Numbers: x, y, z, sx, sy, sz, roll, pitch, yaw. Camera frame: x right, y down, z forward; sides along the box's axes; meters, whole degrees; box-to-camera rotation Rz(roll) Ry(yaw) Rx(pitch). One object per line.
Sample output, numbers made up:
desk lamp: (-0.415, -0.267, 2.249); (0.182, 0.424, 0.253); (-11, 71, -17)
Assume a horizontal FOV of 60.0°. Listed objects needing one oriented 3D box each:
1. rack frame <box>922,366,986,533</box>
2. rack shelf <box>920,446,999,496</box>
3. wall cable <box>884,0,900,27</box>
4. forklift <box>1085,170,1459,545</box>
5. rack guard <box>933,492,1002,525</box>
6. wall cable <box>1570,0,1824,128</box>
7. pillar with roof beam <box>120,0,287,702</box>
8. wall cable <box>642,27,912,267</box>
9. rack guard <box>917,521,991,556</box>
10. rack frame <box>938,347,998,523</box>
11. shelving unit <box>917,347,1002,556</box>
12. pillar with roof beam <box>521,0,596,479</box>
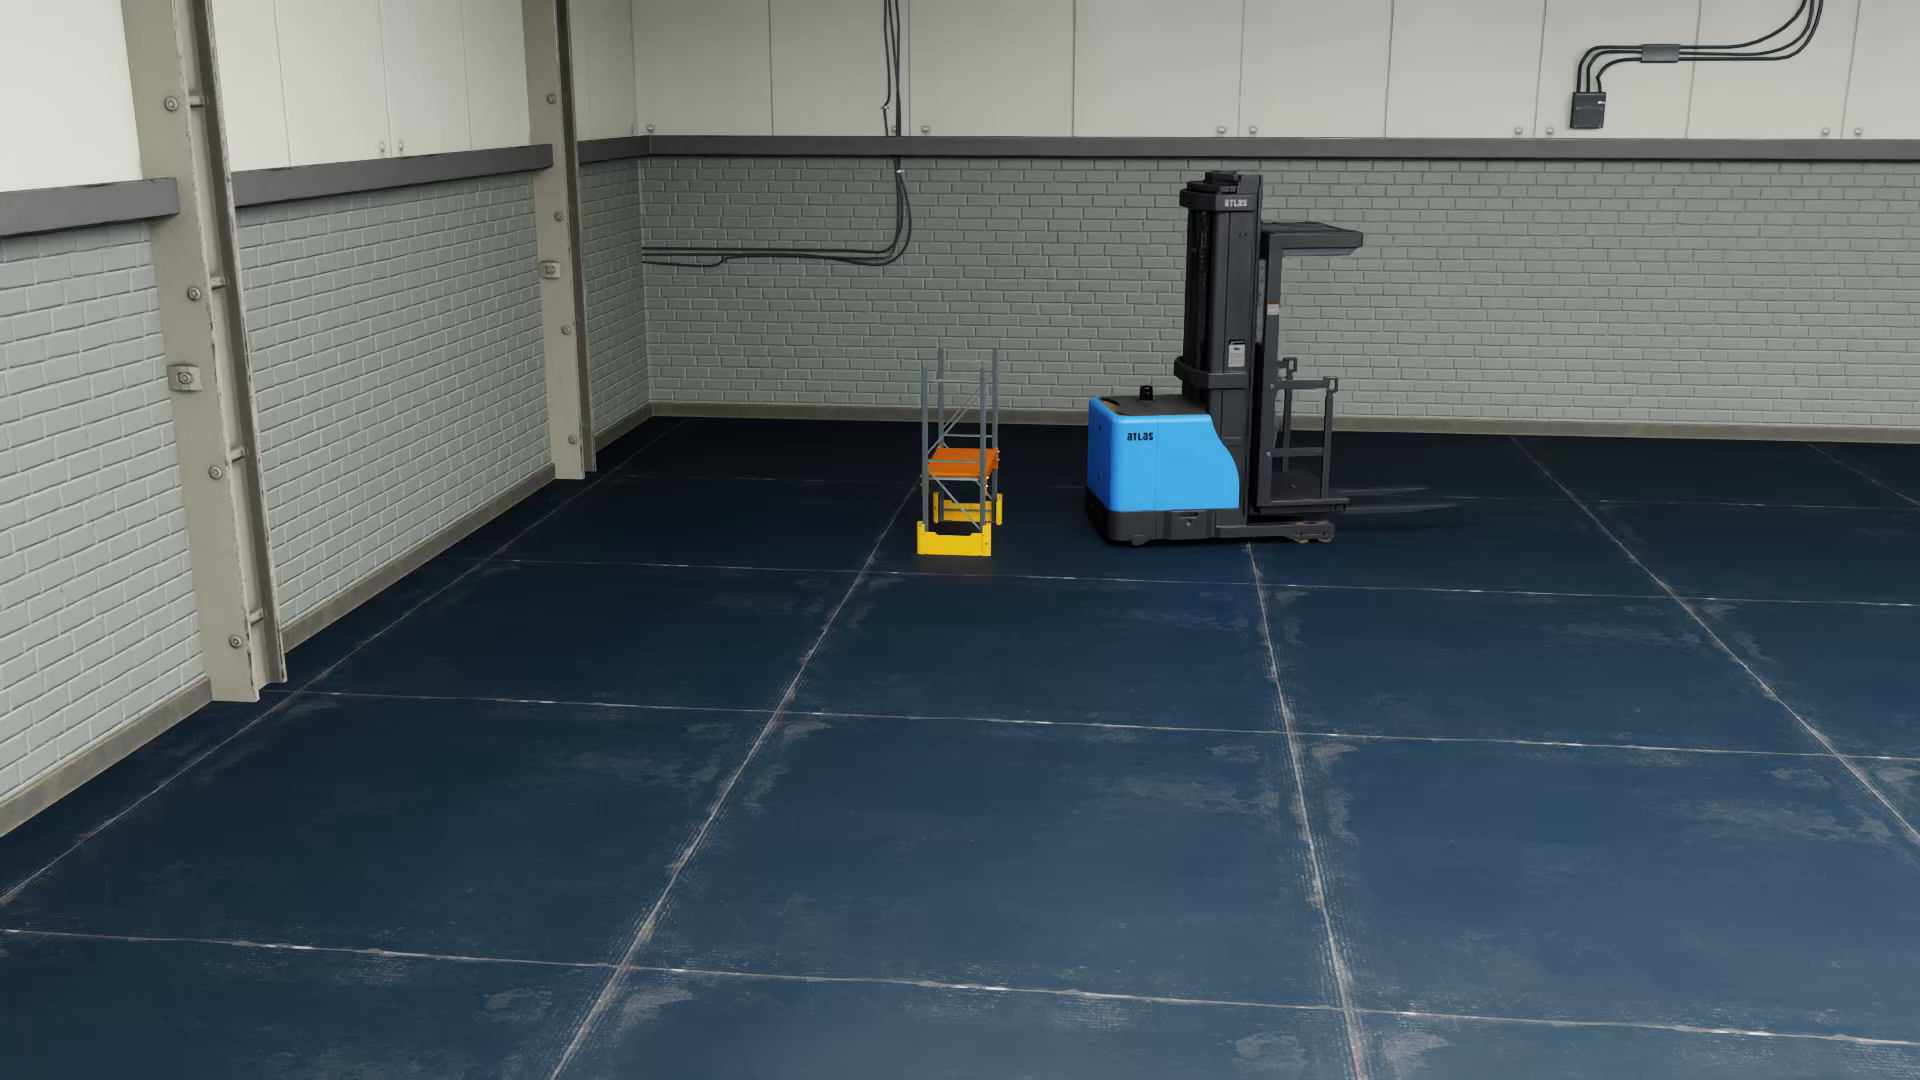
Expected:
rack frame: (-0.048, -0.614, 13.061); (0.500, 1.500, 0.032); (2, 15, 6)
rack shelf: (0.010, -0.572, 13.595); (0.538, 0.185, 1.000); (2, 15, 6)
wall cable: (0.624, -6.561, 16.961); (3.097, 2.526, 0.112); (2, 15, 6)
forklift: (2.631, -1.524, 13.684); (3.031, 2.935, 1.130); (-2, 15, -8)
rack guard: (0.065, -0.270, 14.180); (0.587, 0.250, 0.087); (2, 15, 6)
wall cable: (7.367, -7.060, 16.017); (2.305, 6.003, 0.169); (2, 15, 6)
pillar with roof beam: (-0.110, -3.294, 8.604); (9.100, 9.000, 0.400); (2, 15, 6)
wall cable: (-2.064, -4.203, 17.915); (3.097, 2.526, 0.112); (2, 15, 6)
rack guard: (-0.048, -0.011, 13.225); (0.587, 0.250, 0.087); (2, 15, 6)
rack frame: (0.067, -0.878, 14.036); (0.500, 1.500, 0.032); (2, 15, 6)
shelving unit: (0.009, -0.744, 13.539); (0.587, 1.500, 1.083); (2, 15, 6)
pillar with roof beam: (0.567, -4.850, 14.359); (9.100, 9.000, 0.400); (2, 15, 6)
